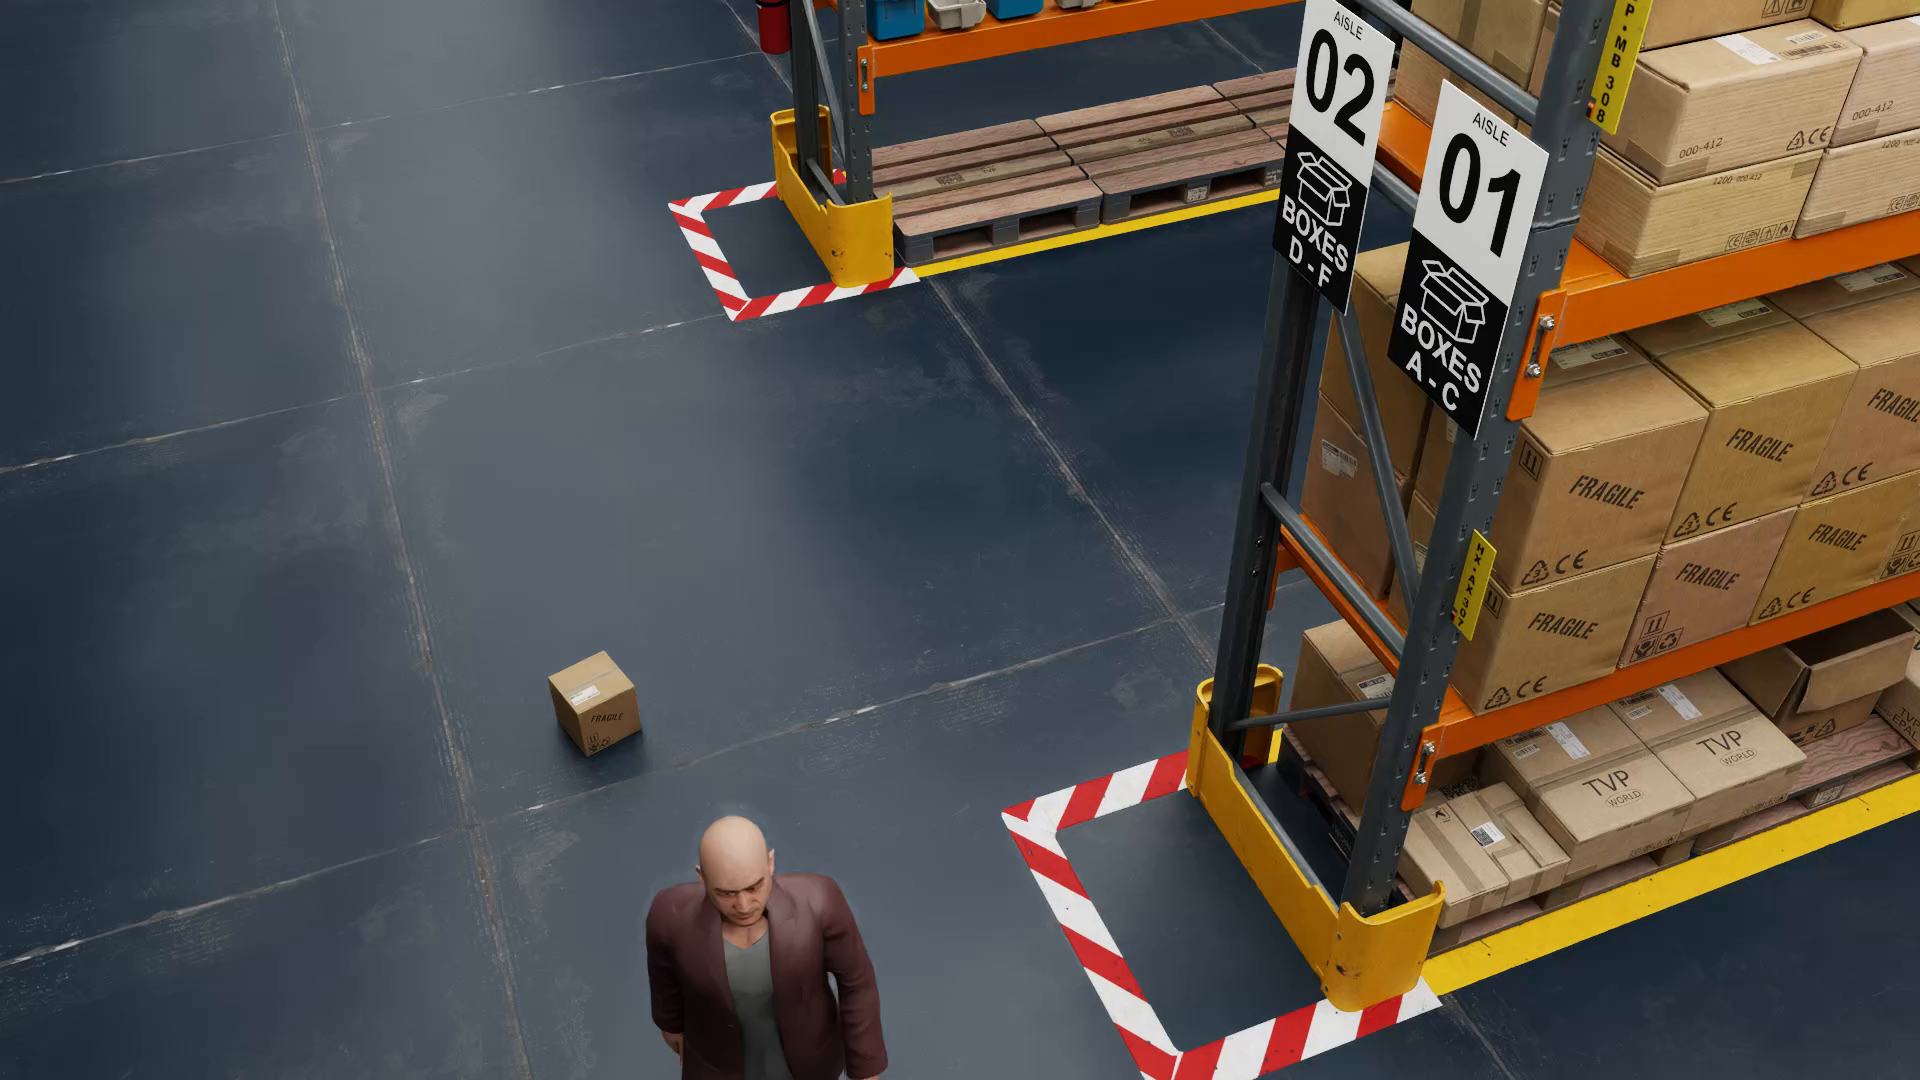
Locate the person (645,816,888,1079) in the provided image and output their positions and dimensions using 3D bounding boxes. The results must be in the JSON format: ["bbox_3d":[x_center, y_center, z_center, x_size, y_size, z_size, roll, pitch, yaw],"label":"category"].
[{"bbox_3d":[-0.509,1.433,4.503,0.619,1.739,1.009,-8,42,-9],"label":"person"}]
